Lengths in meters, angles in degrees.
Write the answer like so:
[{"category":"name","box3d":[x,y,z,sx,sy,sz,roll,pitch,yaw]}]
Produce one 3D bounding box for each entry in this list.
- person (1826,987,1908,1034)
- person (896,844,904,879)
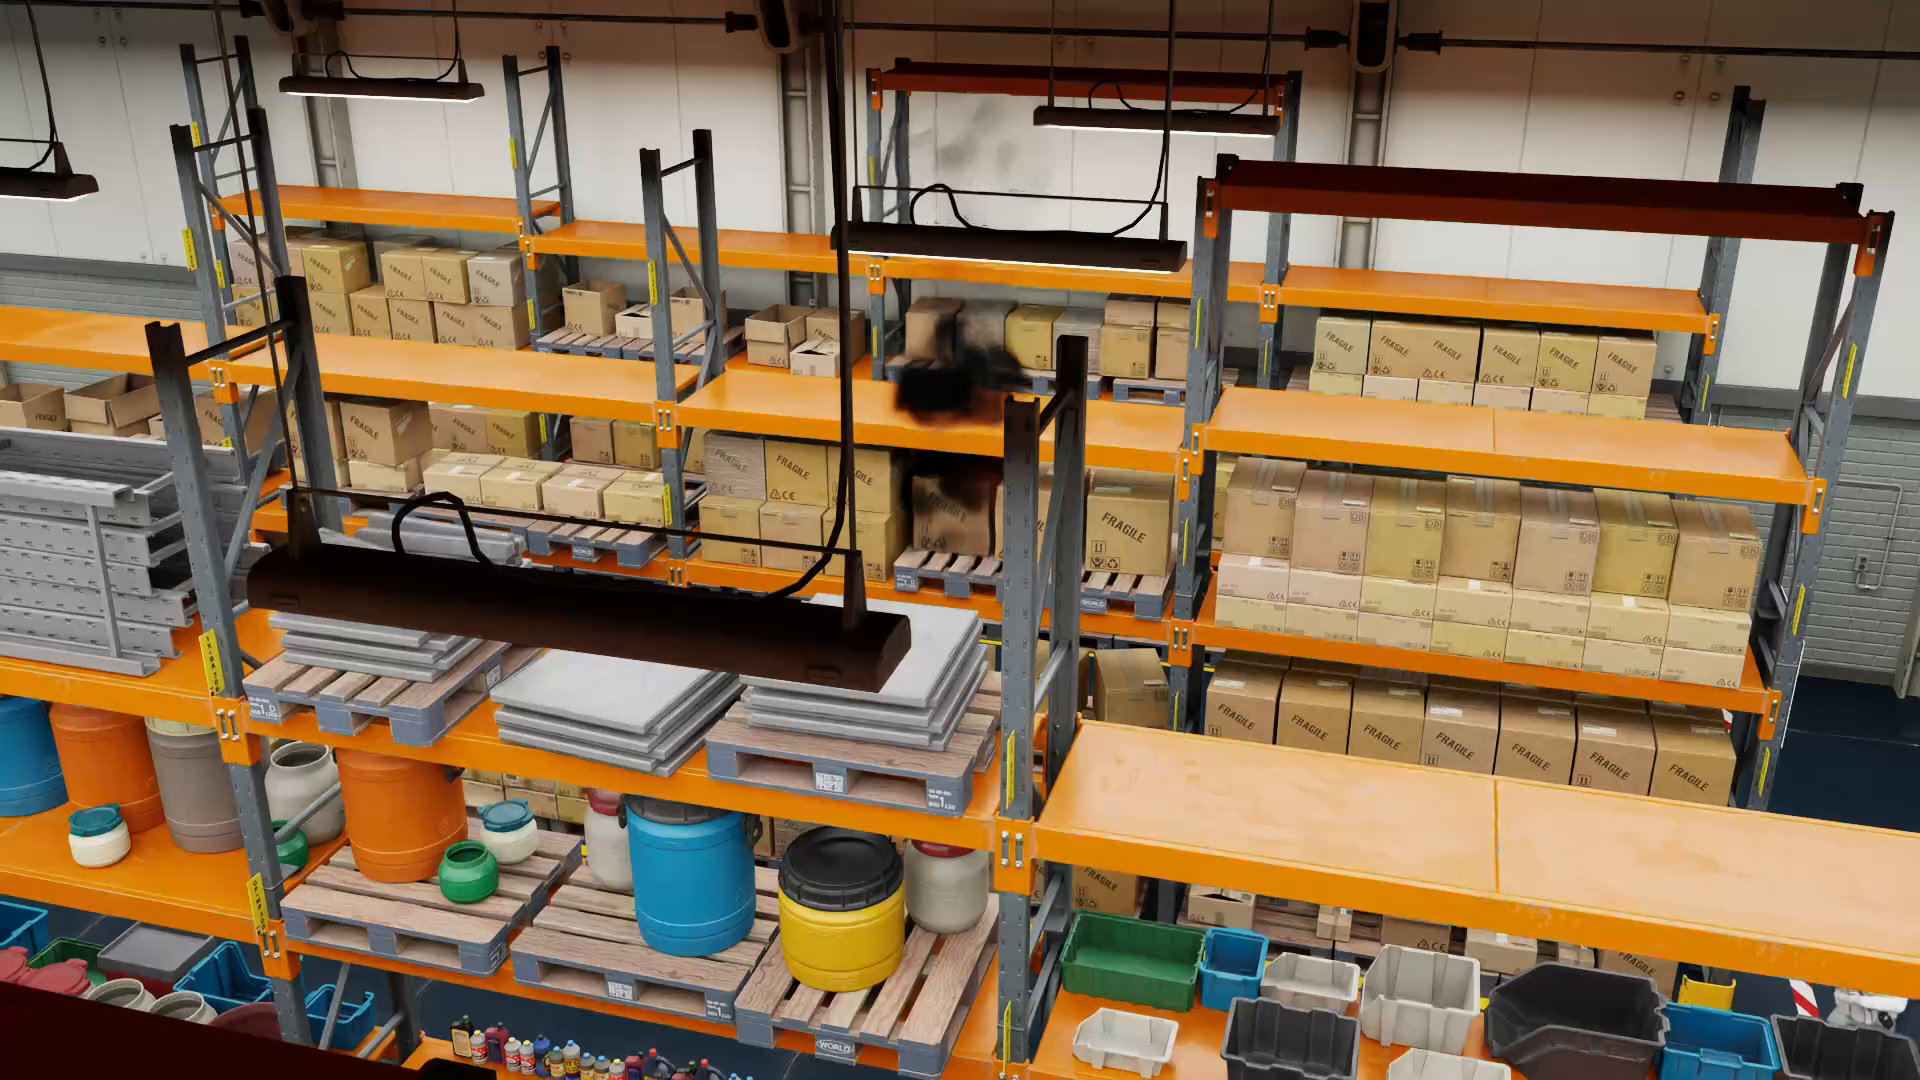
[{"category":"person","box3d":[5.951,3.161,11.001,0.712,1.738,0.610,-8,24,-20]},{"category":"person","box3d":[-0.399,2.790,11.298,0.735,1.686,0.511,6,23,13]}]
